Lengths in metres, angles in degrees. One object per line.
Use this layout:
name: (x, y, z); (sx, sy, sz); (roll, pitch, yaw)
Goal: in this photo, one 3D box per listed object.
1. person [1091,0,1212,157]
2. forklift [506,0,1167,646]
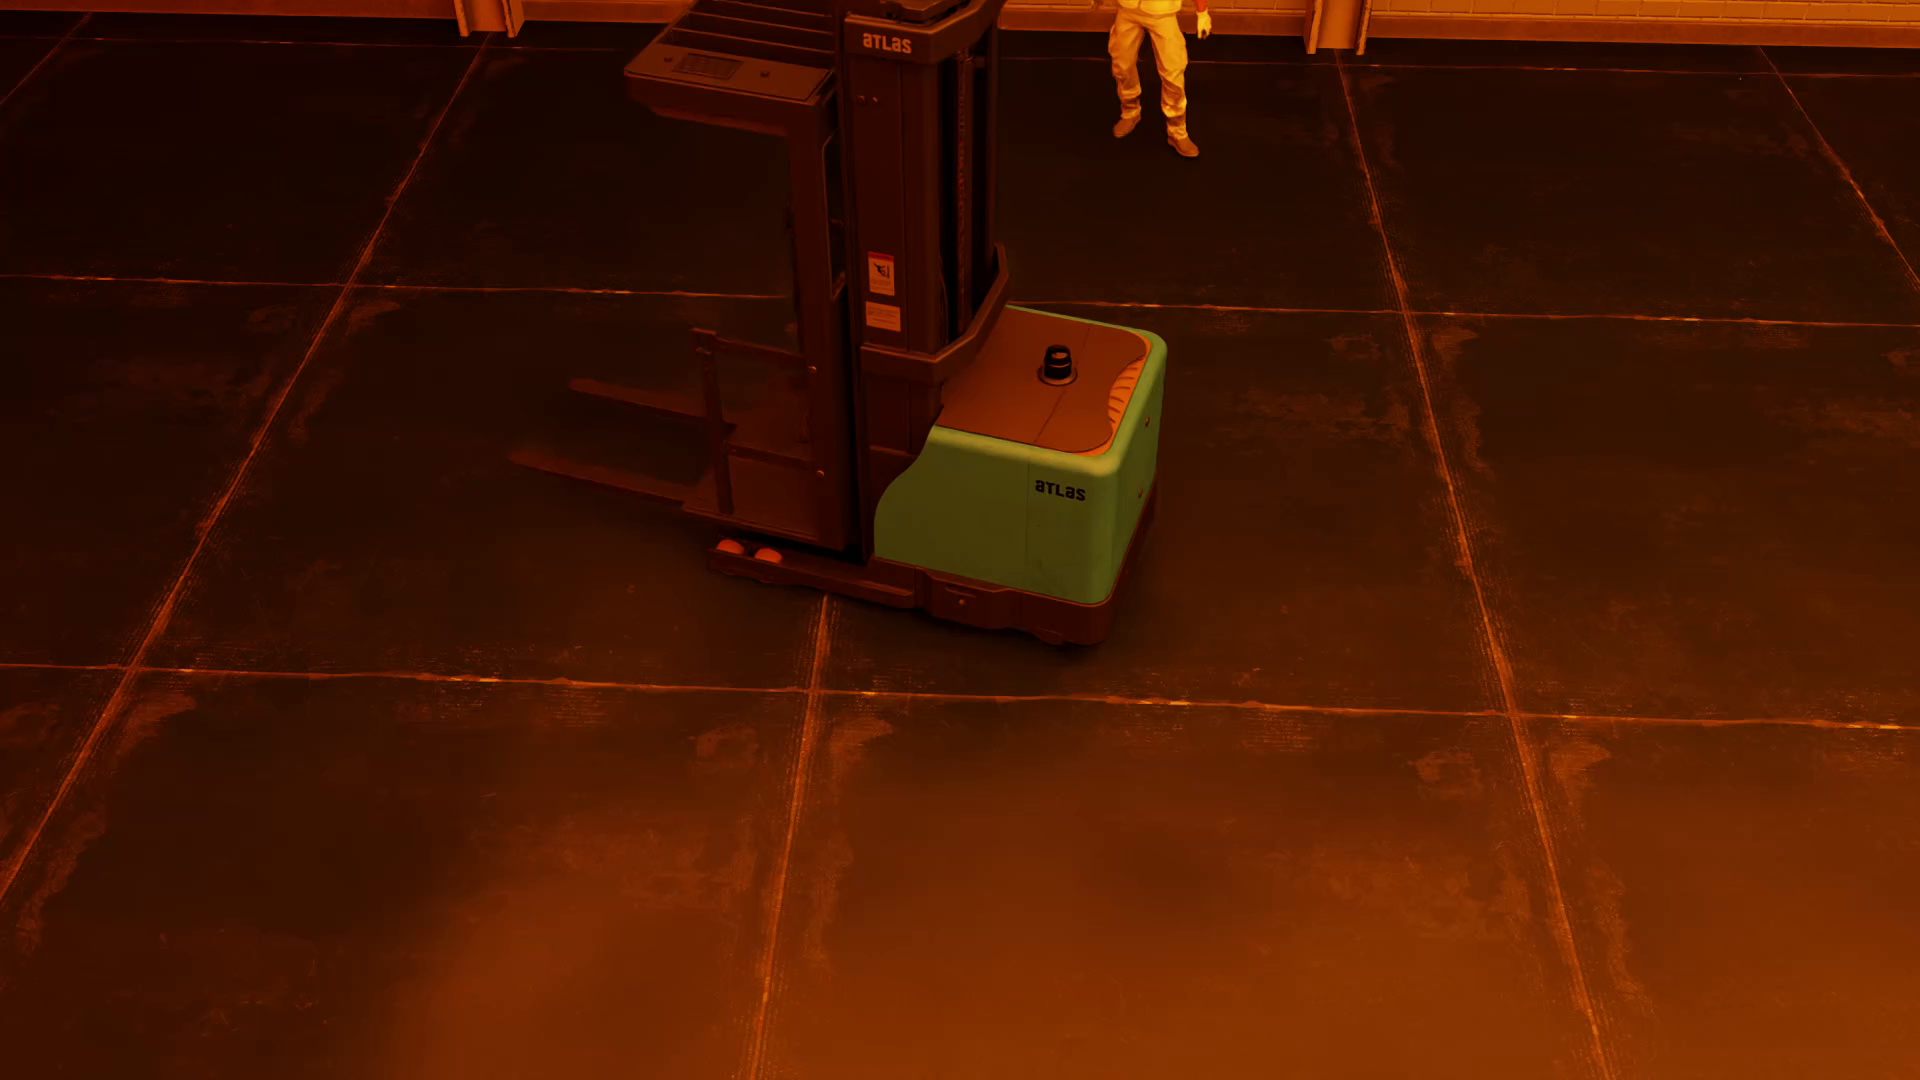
person: (1.162, -3.241, 10.192); (0.883, 1.747, 0.459); (21, 46, 21)
forklift: (-0.649, -1.204, 7.061); (3.031, 2.935, 1.130); (13, 44, 13)
